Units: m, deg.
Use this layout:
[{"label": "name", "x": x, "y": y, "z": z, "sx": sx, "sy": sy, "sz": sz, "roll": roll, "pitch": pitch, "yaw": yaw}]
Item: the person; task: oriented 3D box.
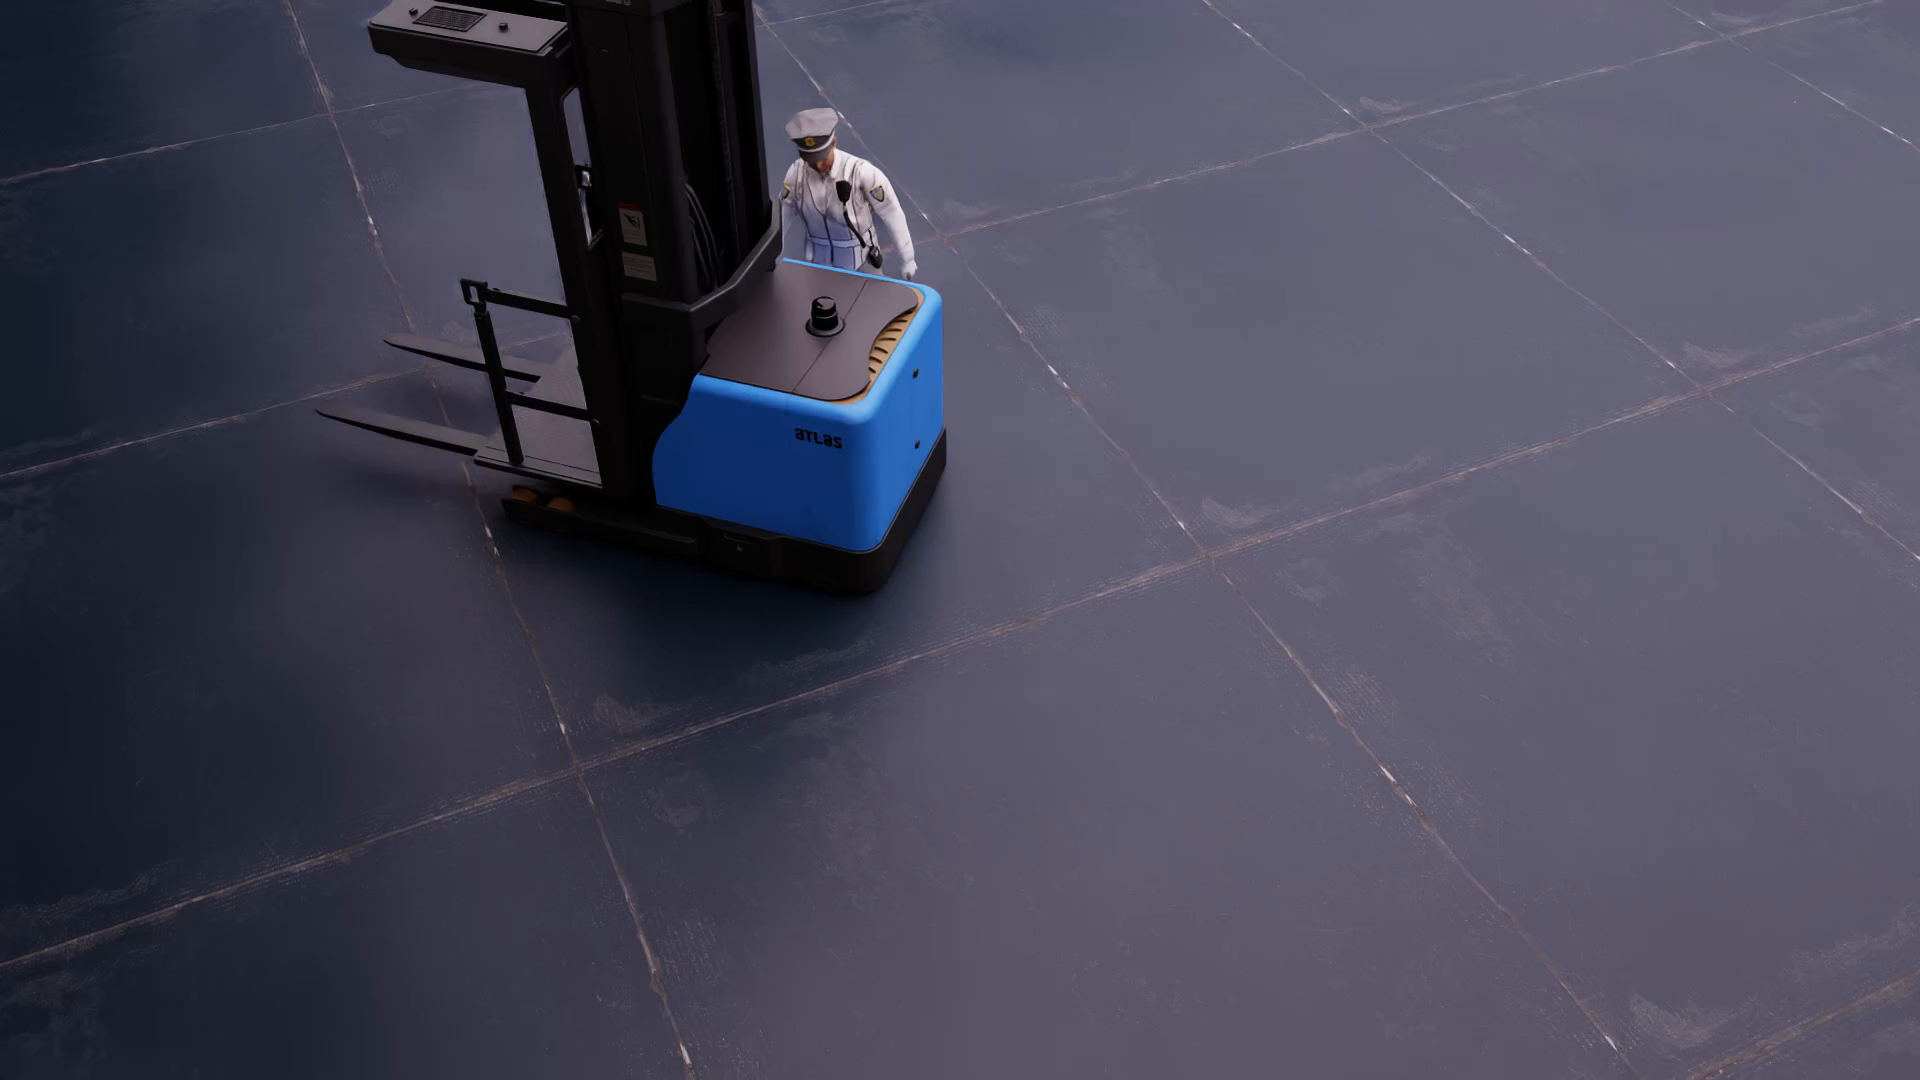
[{"label": "person", "x": -0.596, "y": -1.313, "z": 8.044, "sx": 0.777, "sy": 1.638, "sz": 0.393, "roll": 11, "pitch": 44, "yaw": 12}]

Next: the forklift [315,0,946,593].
[{"label": "forklift", "x": -1.641, "y": -1.435, "z": 7.217, "sx": 3.031, "sy": 2.935, "sz": 1.130, "roll": 13, "pitch": 45, "yaw": 14}]
